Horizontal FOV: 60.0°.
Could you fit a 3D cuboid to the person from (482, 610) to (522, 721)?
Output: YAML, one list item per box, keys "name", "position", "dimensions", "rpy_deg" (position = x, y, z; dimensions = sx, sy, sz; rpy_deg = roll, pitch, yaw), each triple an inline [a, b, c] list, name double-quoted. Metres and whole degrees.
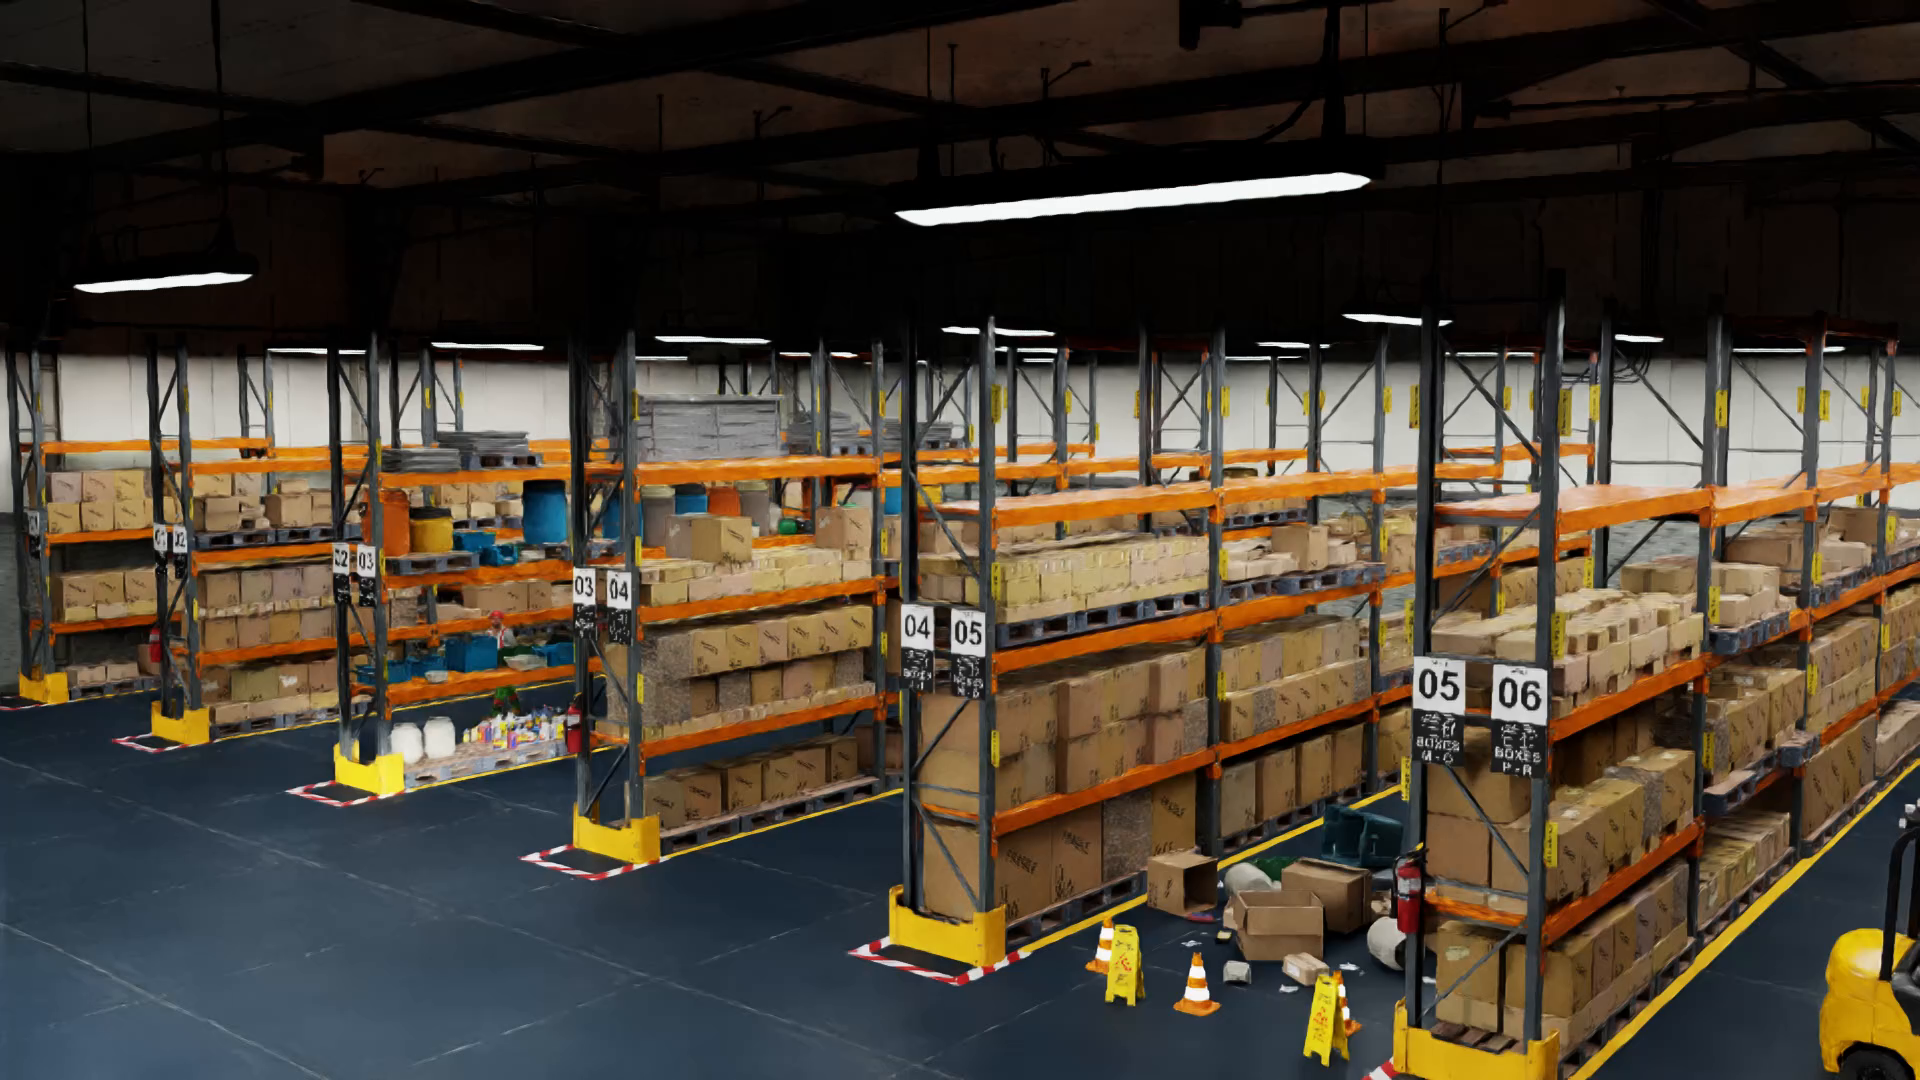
- name: "person"
  position: [-2.857, 1.391, 32.248]
  dimensions: [1.767, 1.728, 16.171]
  rpy_deg: [3, 6, 30]
